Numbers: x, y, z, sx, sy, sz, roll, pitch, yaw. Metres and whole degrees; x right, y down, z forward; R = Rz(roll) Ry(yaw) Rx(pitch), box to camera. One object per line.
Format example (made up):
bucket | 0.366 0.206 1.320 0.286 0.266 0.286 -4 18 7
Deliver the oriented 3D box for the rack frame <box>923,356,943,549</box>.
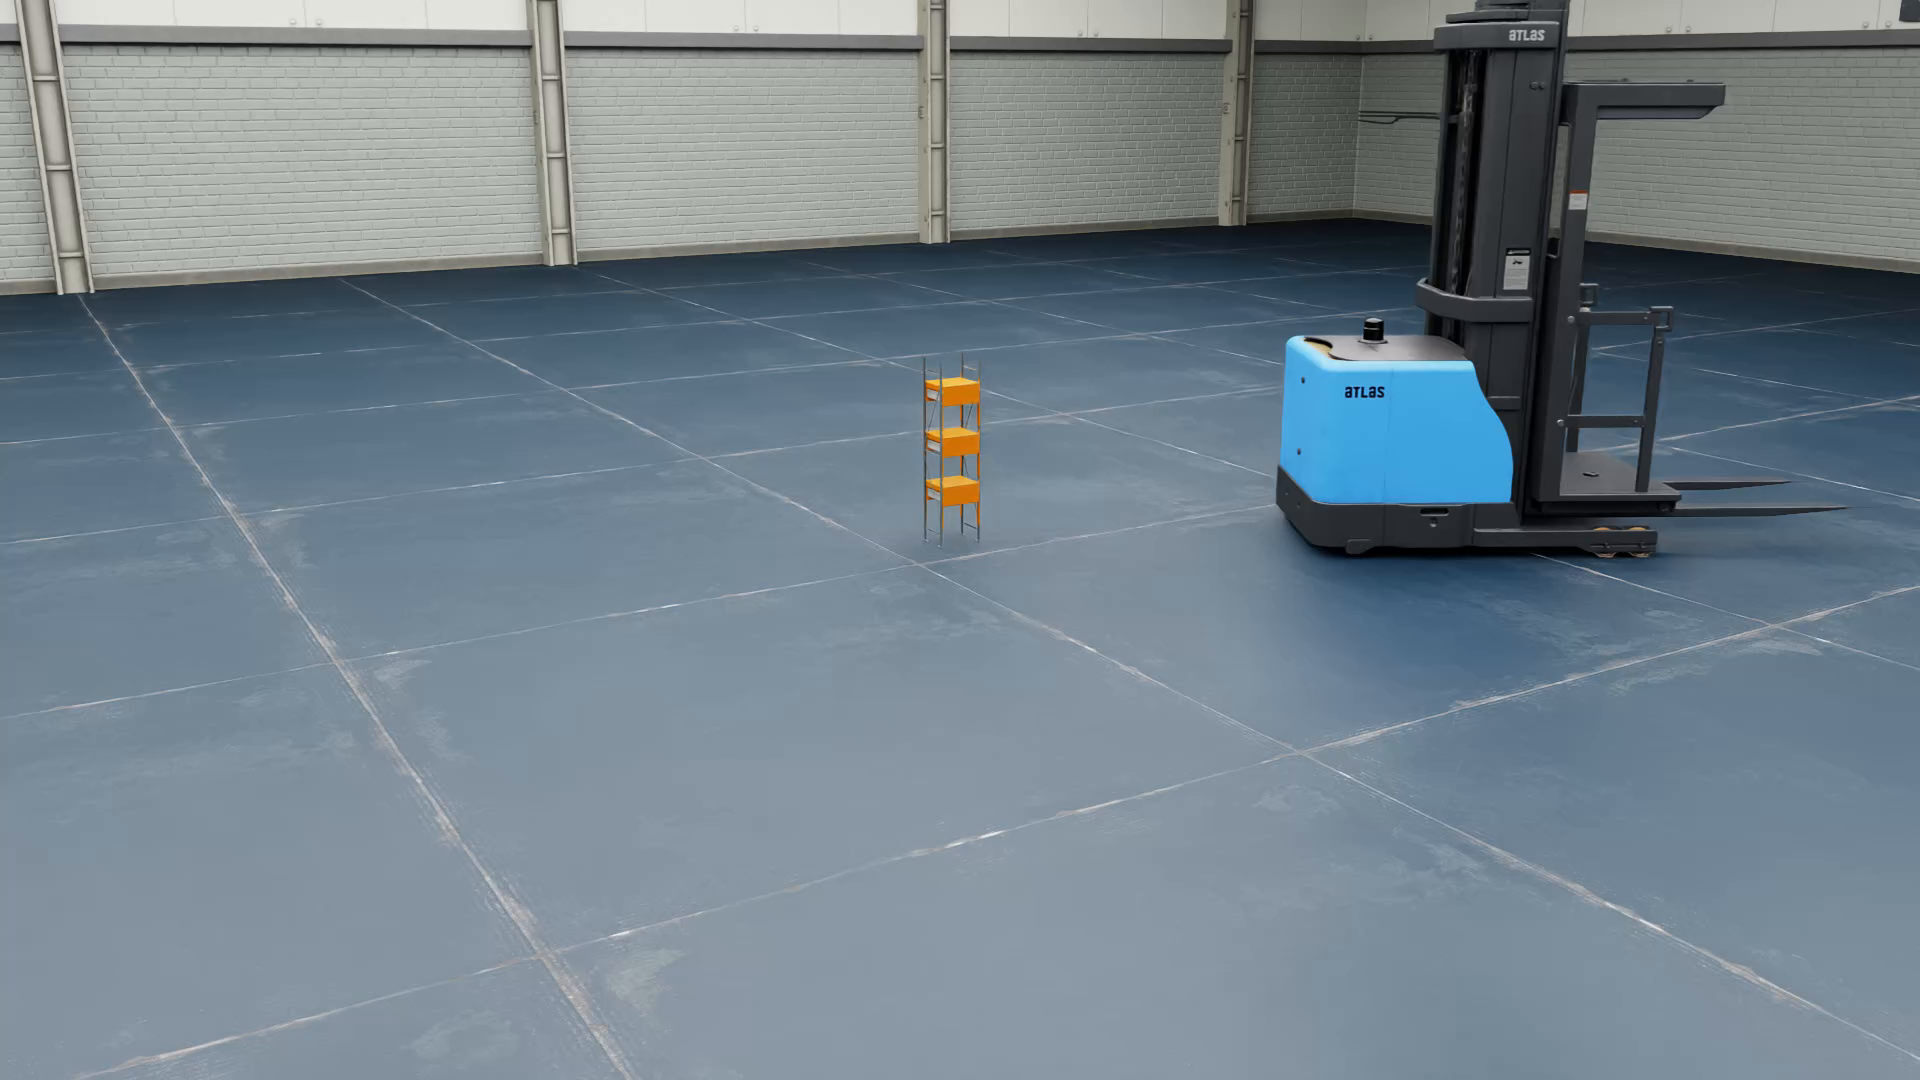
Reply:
rack frame | -0.150 -0.481 9.181 0.008 1.050 0.200 -9 18 -30

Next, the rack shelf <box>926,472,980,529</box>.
rack shelf | -0.046 -0.220 9.319 0.240 0.259 0.215 -9 18 -30

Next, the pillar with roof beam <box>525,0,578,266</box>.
pillar with roof beam | -3.325 -7.166 18.301 0.400 9.000 9.100 -9 18 -30

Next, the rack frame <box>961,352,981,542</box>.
rack frame | 0.059 -0.515 9.302 0.008 1.050 0.200 -9 18 -30

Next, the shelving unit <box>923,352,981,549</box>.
shelving unit | -0.046 -0.498 9.242 0.252 1.050 0.215 -9 18 -30

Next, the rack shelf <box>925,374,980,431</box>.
rack shelf | -0.046 -0.761 9.168 0.240 0.259 0.215 -9 18 -30

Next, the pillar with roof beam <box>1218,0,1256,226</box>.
pillar with roof beam | 6.961 -8.834 24.251 0.400 9.000 9.100 -9 18 -30

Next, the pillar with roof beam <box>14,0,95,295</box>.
pillar with roof beam | -8.469 -6.332 15.325 0.400 9.000 9.100 -9 18 -30

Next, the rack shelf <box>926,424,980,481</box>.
rack shelf | -0.046 -0.488 9.244 0.240 0.259 0.215 -9 18 -30

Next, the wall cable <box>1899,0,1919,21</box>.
wall cable | 12.826 -9.372 19.871 0.169 6.003 2.305 -9 18 -30

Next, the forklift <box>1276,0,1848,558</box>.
forklift | 3.410 -1.456 9.174 3.031 2.935 1.130 0 16 -2

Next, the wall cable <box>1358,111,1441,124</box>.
wall cable | 7.950 -8.438 28.593 0.112 2.526 3.097 -9 18 -30

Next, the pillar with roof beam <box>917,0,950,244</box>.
pillar with roof beam | 1.818 -8.000 21.276 0.400 9.000 9.100 -9 18 -30
